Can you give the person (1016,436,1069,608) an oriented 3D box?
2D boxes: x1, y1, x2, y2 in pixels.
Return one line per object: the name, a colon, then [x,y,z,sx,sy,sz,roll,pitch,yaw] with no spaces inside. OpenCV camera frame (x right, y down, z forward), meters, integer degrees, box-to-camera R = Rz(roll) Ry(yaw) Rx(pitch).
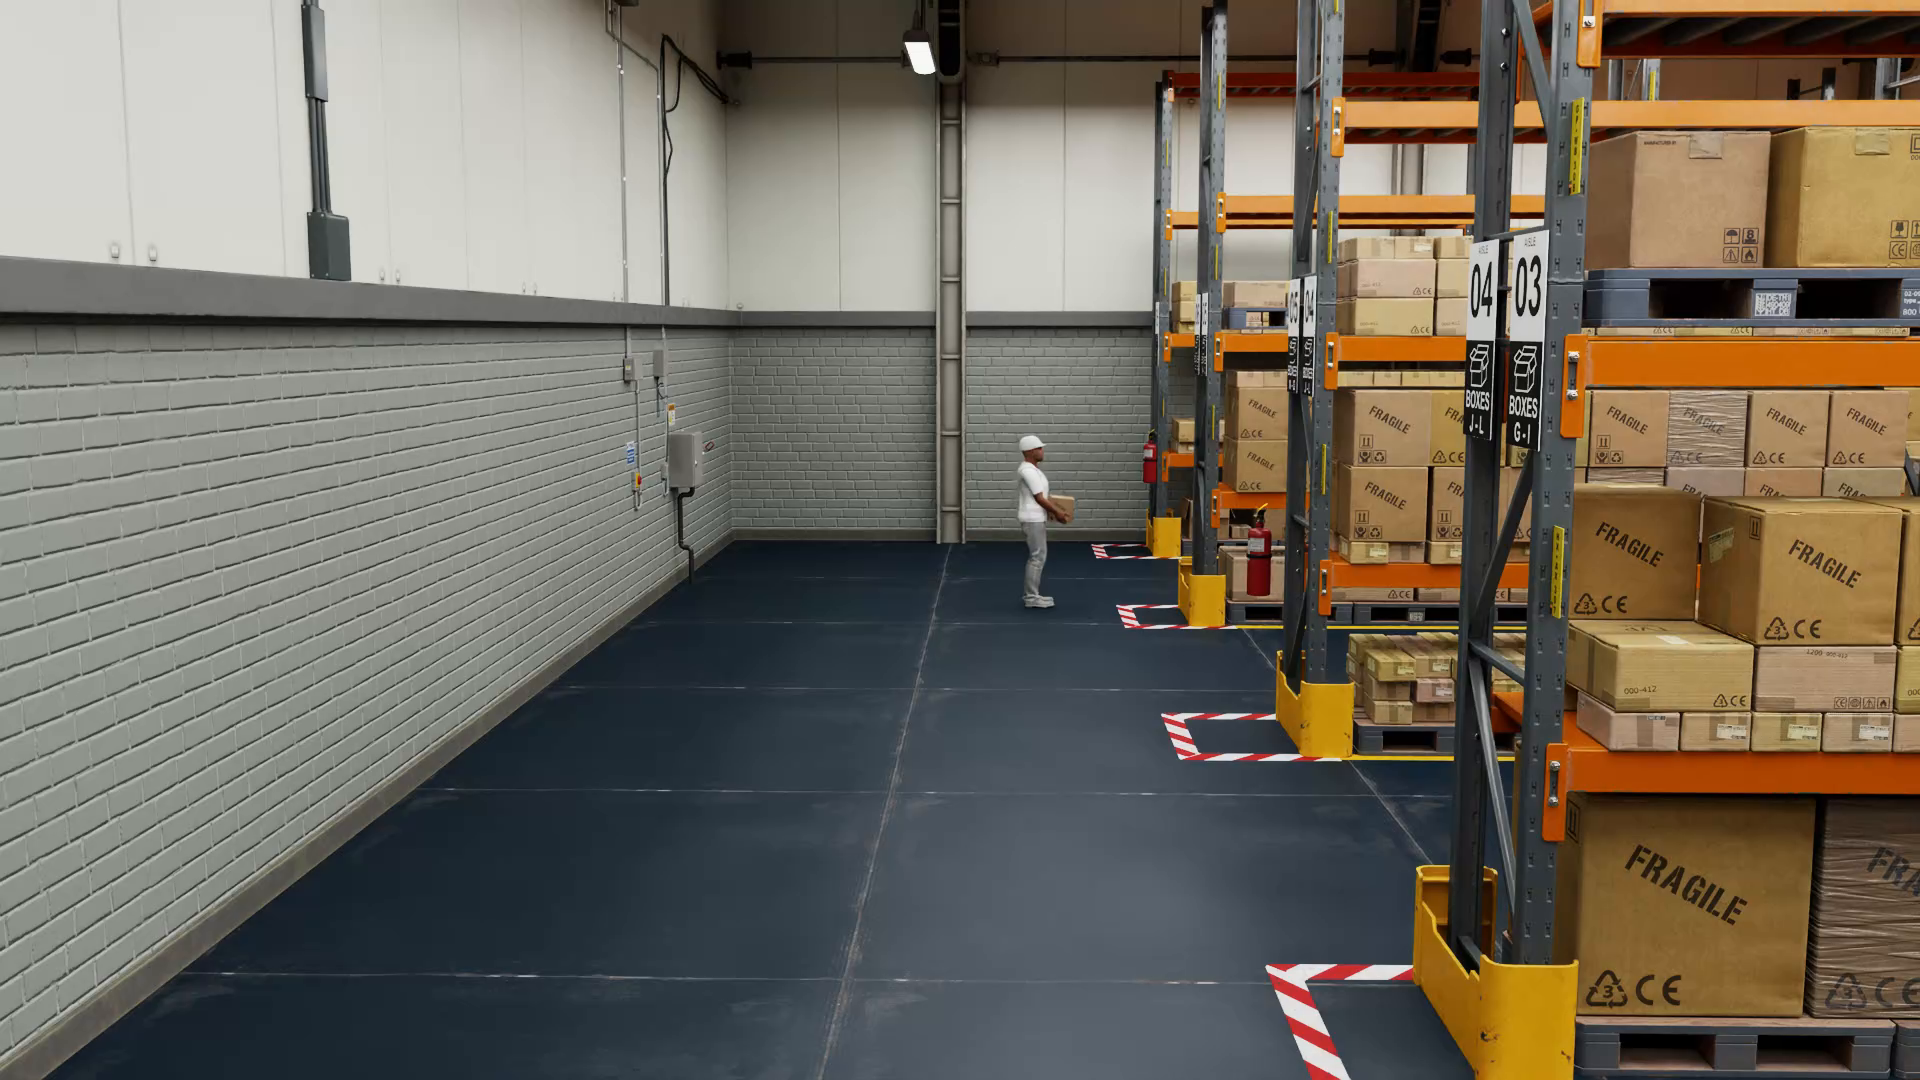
person: [0.855,-0.197,17.229,0.551,1.770,0.542,0,7,1]
